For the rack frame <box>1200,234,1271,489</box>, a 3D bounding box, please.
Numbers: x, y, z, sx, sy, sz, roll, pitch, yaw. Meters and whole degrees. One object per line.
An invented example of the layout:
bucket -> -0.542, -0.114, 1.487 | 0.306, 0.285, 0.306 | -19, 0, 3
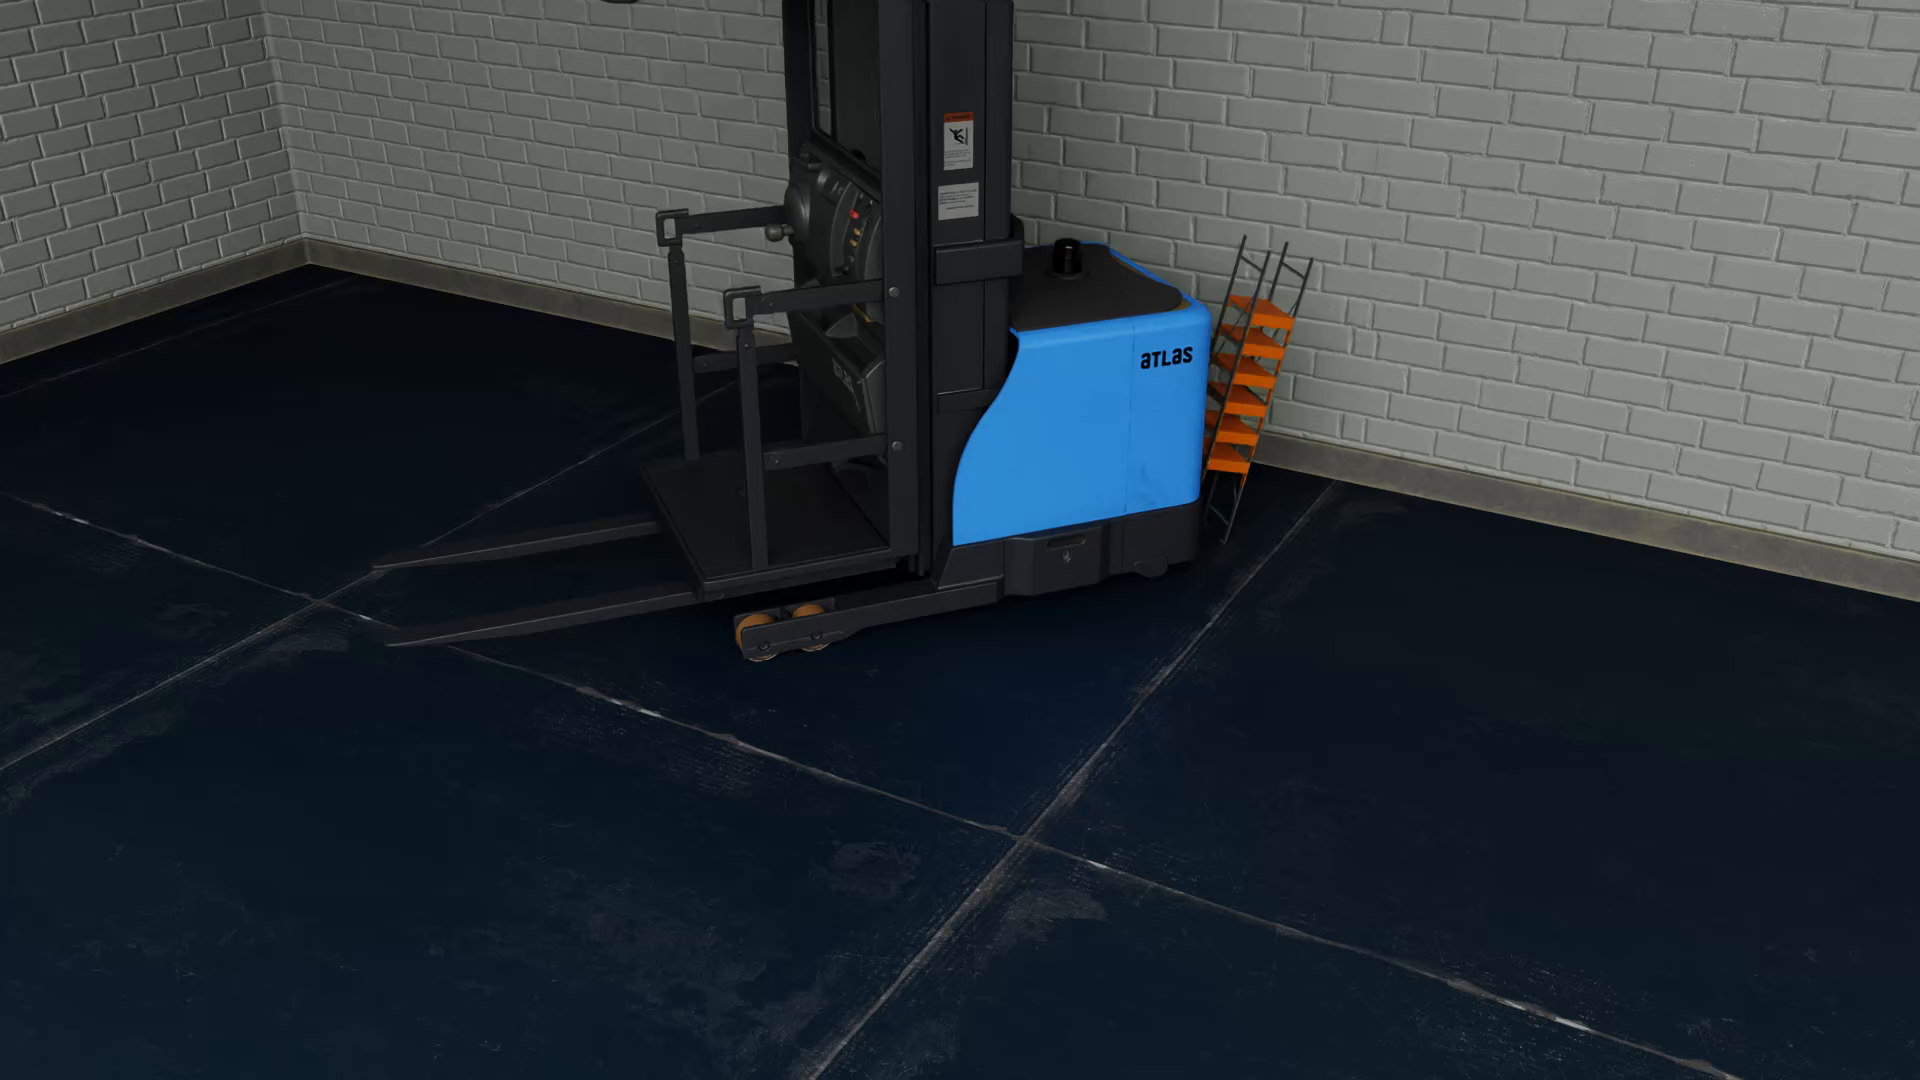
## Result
rack frame -> 0.995, -0.585, 6.518 | 0.006, 1.200, 0.240 | 5, 24, -19

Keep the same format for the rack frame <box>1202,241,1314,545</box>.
rack frame -> 1.167, -0.569, 6.578 | 0.006, 1.200, 0.240 | 5, 24, -19

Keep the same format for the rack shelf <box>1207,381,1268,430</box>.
rack shelf -> 1.071, -0.537, 6.565 | 0.180, 0.103, 0.258 | 5, 24, -19

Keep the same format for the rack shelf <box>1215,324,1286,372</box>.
rack shelf -> 1.123, -0.753, 6.473 | 0.180, 0.103, 0.258 | 5, 24, -19

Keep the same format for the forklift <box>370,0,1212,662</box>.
forklift -> -0.633, -1.148, 5.768 | 3.031, 2.935, 1.130 | -10, 28, -19

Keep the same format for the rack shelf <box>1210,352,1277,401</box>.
rack shelf -> 1.097, -0.645, 6.519 | 0.180, 0.103, 0.258 | 5, 24, -19

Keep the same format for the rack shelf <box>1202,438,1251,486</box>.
rack shelf -> 1.019, -0.322, 6.657 | 0.180, 0.103, 0.258 | 5, 24, -19

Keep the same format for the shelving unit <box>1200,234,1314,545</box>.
shelving unit -> 1.081, -0.577, 6.548 | 0.189, 1.200, 0.258 | 5, 24, -19

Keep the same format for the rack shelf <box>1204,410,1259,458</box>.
rack shelf -> 1.045, -0.429, 6.611 | 0.180, 0.103, 0.258 | 5, 24, -19

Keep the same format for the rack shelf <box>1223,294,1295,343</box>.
rack shelf -> 1.149, -0.860, 6.427 | 0.180, 0.103, 0.258 | 5, 24, -19

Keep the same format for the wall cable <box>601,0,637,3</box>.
wall cable -> -2.713, -3.989, 8.135 | 3.097, 2.526, 0.112 | 14, 30, 26
